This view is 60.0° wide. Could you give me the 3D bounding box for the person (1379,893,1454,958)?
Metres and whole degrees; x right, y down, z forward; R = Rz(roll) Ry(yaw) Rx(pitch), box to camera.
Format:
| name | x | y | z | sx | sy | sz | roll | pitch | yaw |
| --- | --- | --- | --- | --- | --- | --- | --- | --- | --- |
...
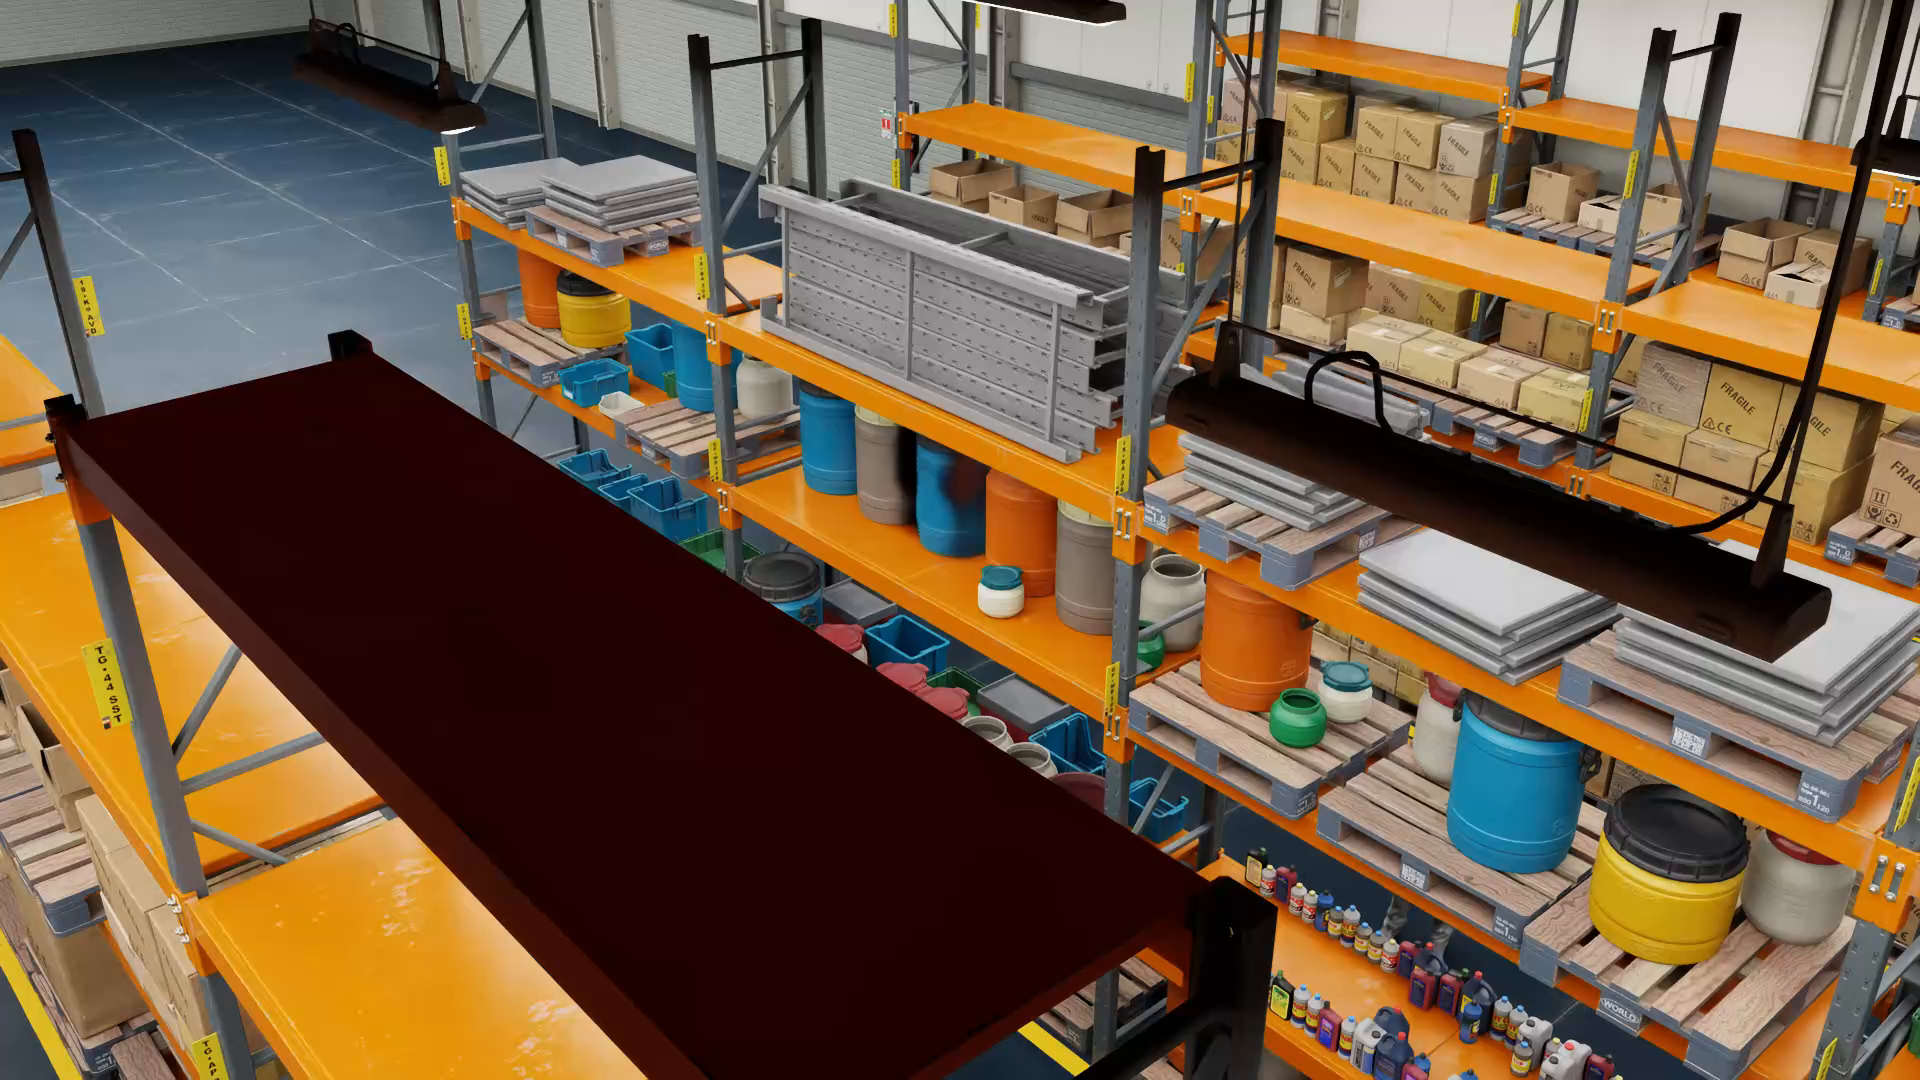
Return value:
| name | x | y | z | sx | sy | sz | roll | pitch | yaw |
| --- | --- | --- | --- | --- | --- | --- | --- | --- | --- |
| person | 3.241 | 2.172 | 11.485 | 0.498 | 1.684 | 0.509 | -14 | 30 | -26 |
